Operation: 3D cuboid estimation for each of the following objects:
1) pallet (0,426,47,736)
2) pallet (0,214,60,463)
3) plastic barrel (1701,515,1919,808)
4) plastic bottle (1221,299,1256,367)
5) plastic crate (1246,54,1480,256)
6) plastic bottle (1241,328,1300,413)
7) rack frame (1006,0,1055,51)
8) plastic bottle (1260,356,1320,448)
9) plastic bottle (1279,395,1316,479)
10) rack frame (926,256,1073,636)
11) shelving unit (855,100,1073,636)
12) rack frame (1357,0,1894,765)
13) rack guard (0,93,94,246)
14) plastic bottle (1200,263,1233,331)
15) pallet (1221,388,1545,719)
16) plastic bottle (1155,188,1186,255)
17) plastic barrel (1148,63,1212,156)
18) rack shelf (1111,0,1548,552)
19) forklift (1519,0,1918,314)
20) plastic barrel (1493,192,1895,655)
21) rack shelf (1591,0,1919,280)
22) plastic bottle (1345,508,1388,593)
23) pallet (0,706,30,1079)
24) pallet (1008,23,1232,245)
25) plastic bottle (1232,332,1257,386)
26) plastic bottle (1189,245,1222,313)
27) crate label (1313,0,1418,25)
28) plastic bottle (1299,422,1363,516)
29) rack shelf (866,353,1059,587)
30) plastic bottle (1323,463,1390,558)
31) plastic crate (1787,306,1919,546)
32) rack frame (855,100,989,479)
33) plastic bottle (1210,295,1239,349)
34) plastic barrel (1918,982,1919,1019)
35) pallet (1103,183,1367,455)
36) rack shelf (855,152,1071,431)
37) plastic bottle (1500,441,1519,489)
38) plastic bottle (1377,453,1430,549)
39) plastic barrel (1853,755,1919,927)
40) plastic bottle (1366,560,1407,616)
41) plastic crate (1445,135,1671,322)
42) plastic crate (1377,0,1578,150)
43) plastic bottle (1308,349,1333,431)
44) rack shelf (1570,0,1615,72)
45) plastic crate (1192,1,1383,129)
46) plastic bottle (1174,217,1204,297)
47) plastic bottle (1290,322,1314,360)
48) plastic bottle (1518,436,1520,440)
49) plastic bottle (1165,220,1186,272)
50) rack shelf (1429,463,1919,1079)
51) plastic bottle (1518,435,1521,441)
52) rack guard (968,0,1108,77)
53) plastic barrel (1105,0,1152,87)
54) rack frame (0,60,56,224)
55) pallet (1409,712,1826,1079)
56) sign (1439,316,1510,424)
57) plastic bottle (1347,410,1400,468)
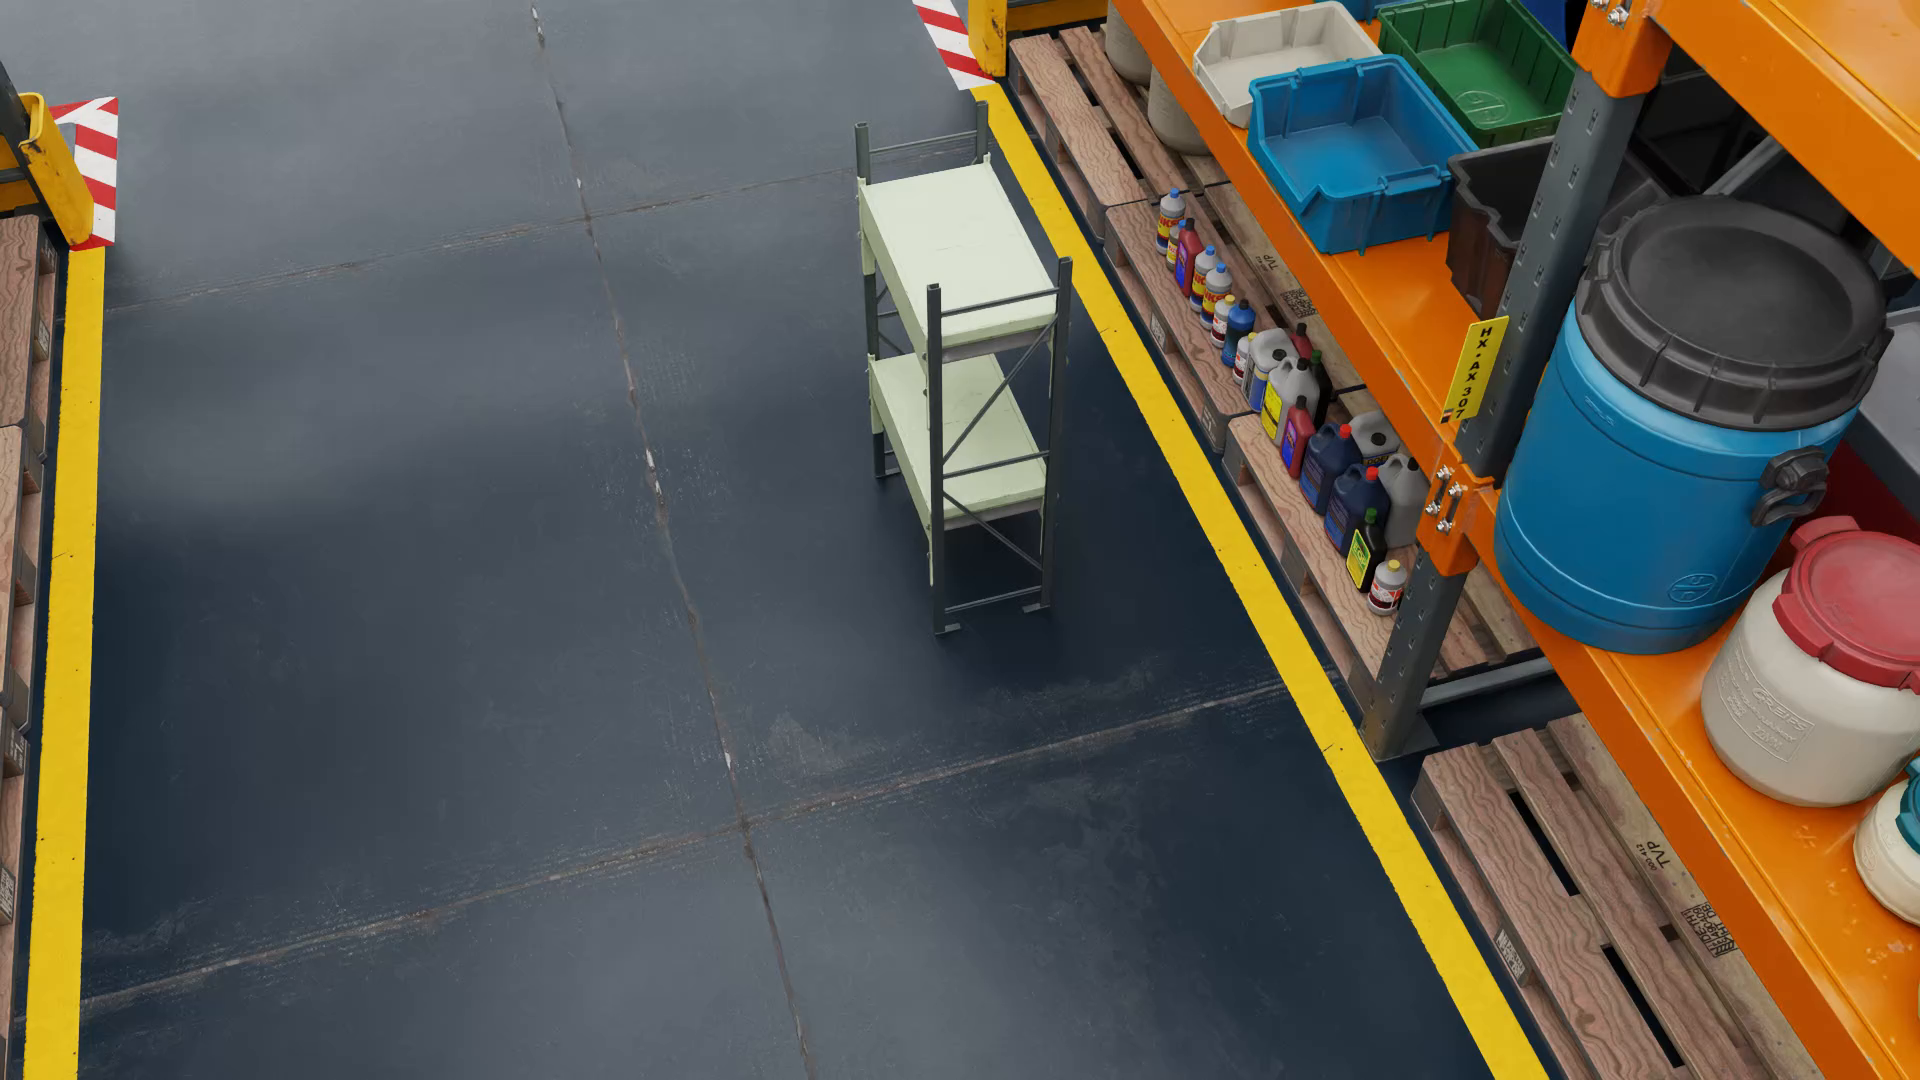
[{"bbox_3d":[-3.582,0.217,5.429,1.003,0.211,1.213,-13,51,-11],"label":"pallet"},{"bbox_3d":[-3.939,-0.673,6.179,1.003,0.211,1.213,-13,51,-11],"label":"pallet"},{"bbox_3d":[1.820,0.278,3.465,0.433,0.535,0.433,0,50,0],"label":"plastic barrel"},{"bbox_3d":[0.993,-0.745,5.913,0.097,0.271,0.097,0,50,0],"label":"plastic bottle"},{"bbox_3d":[1.160,-1.126,4.834,0.499,0.251,0.616,-13,51,-11],"label":"plastic crate"},{"bbox_3d":[1.084,-0.592,5.781,0.152,0.276,0.135,-12,51,-10],"label":"plastic bottle"},{"bbox_3d":[0.564,-3.348,6.611,1.000,3.000,0.127,-13,51,-11],"label":"rack frame"},{"bbox_3d":[1.129,-0.496,5.651,0.144,0.351,0.185,-14,51,-11],"label":"plastic bottle"},{"bbox_3d":[1.136,-0.348,5.570,0.061,0.283,0.133,-10,51,-9],"label":"plastic bottle"},{"bbox_3d":[0.106,-0.221,4.955,0.400,1.500,0.023,-13,51,-11],"label":"rack frame"},{"bbox_3d":[-0.002,-0.488,5.181,0.431,1.500,0.755,-13,51,-11],"label":"shelving unit"},{"bbox_3d":[1.747,-0.427,4.148,1.000,3.000,0.127,-13,51,-11],"label":"rack frame"},{"bbox_3d":[-4.145,-1.367,6.576,1.175,0.500,0.348,-13,51,-11],"label":"rack guard"},{"bbox_3d":[0.933,-0.893,6.037,0.097,0.271,0.097,0,50,0],"label":"plastic bottle"},{"bbox_3d":[1.588,-0.028,5.636,1.003,0.211,1.213,-13,51,-11],"label":"pallet"},{"bbox_3d":[0.802,-1.216,6.310,0.097,0.271,0.097,0,50,0],"label":"plastic bottle"},{"bbox_3d":[0.980,-1.852,6.702,0.421,0.512,0.421,0,50,0],"label":"plastic barrel"},{"bbox_3d":[1.155,-1.656,5.654,1.077,0.370,4.000,-13,51,-11],"label":"rack shelf"},{"bbox_3d":[2.937,-1.929,5.459,1.130,2.935,3.031,-16,52,-13],"label":"forklift"},{"bbox_3d":[1.572,-0.238,3.661,0.600,0.901,0.708,-13,51,-11],"label":"plastic barrel"},{"bbox_3d":[2.338,0.299,2.045,1.077,0.370,4.000,-13,51,-11],"label":"rack shelf"},{"bbox_3d":[1.289,0.030,5.252,0.061,0.283,0.133,-11,51,-9],"label":"plastic bottle"},{"bbox_3d":[-3.217,1.109,4.677,1.003,0.211,1.213,-13,51,-11],"label":"pallet"},{"bbox_3d":[0.866,-1.810,7.138,1.003,0.211,1.213,-13,51,-11],"label":"pallet"},{"bbox_3d":[1.023,-0.648,5.877,0.097,0.201,0.097,0,50,0],"label":"plastic bottle"},{"bbox_3d":[0.904,-0.966,6.099,0.097,0.271,0.097,0,50,0],"label":"plastic bottle"},{"bbox_3d":[1.367,-2.077,5.516,0.502,0.435,0.616,-13,51,-11],"label":"crate label"},{"bbox_3d":[1.224,-0.260,5.452,0.144,0.351,0.185,-16,52,-13],"label":"plastic bottle"},{"bbox_3d":[-0.002,-0.278,5.430,0.431,0.370,0.720,-13,51,-11],"label":"rack shelf"},{"bbox_3d":[1.281,-0.120,5.334,0.144,0.351,0.185,-15,51,-12],"label":"plastic bottle"},{"bbox_3d":[2.182,-0.163,3.884,0.402,0.464,0.583,-13,51,-11],"label":"plastic crate"},{"bbox_3d":[-0.110,-0.756,5.406,0.400,1.500,0.023,-13,51,-11],"label":"rack frame"},{"bbox_3d":[0.963,-0.798,6.003,0.097,0.201,0.097,0,50,0],"label":"plastic bottle"},{"bbox_3d":[2.037,0.814,3.013,0.433,0.535,0.433,0,50,0],"label":"plastic barrel"},{"bbox_3d":[1.224,-0.921,6.388,1.003,0.211,1.213,-13,51,-11],"label":"pallet"},{"bbox_3d":[-0.002,-0.740,4.882,0.431,0.370,0.720,-13,51,-11],"label":"rack shelf"},{"bbox_3d":[1.848,-0.230,5.471,0.061,0.283,0.133,-13,51,-11],"label":"plastic bottle"},{"bbox_3d":[1.419,-0.153,5.362,0.144,0.351,0.185,-13,51,-11],"label":"plastic bottle"},{"bbox_3d":[1.992,0.619,3.357,0.301,0.262,0.301,0,50,0],"label":"plastic barrel"},{"bbox_3d":[1.342,0.139,5.214,0.097,0.201,0.097,0,50,0],"label":"plastic bottle"},{"bbox_3d":[1.713,-0.818,4.518,0.767,0.338,0.504,-13,51,-11],"label":"plastic crate"},{"bbox_3d":[1.615,-1.414,5.119,0.450,0.188,0.662,-13,51,-11],"label":"plastic crate"},{"bbox_3d":[1.219,-0.516,5.712,0.061,0.283,0.133,-13,51,-11],"label":"plastic bottle"},{"bbox_3d":[1.155,-2.623,4.508,1.077,0.370,4.000,-13,51,-11],"label":"rack shelf"},{"bbox_3d":[1.025,-1.471,5.200,0.530,0.136,0.437,-13,51,-11],"label":"plastic crate"},{"bbox_3d":[0.852,-1.050,6.163,0.061,0.283,0.133,-13,51,-10],"label":"plastic bottle"},{"bbox_3d":[1.186,-0.618,5.798,0.061,0.283,0.133,-13,51,-11],"label":"plastic bottle"},{"bbox_3d":[1.767,-0.366,5.541,0.144,0.351,0.185,-13,51,-11],"label":"plastic bottle"},{"bbox_3d":[0.833,-1.118,6.273,0.097,0.201,0.097,0,50,0],"label":"plastic bottle"},{"bbox_3d":[2.338,1.266,3.192,1.077,0.370,4.000,-13,51,-11],"label":"rack shelf"},{"bbox_3d":[1.904,-0.398,5.569,0.144,0.351,0.185,-12,51,-10],"label":"plastic bottle"},{"bbox_3d":[0.631,-2.498,7.529,1.175,0.500,0.348,-13,51,-11],"label":"rack guard"},{"bbox_3d":[0.831,-2.218,7.011,0.421,0.512,0.421,0,50,0],"label":"plastic barrel"},{"bbox_3d":[-4.168,-2.228,5.667,1.000,3.000,0.127,-13,51,-11],"label":"rack frame"},{"bbox_3d":[2.016,1.037,4.738,1.003,0.211,1.213,-13,51,-11],"label":"pallet"},{"bbox_3d":[1.218,-0.400,3.944,0.100,0.325,0.005,-13,51,-11],"label":"sign"},{"bbox_3d":[1.358,-0.288,5.525,0.152,0.276,0.135,-13,51,-11],"label":"plastic bottle"}]
